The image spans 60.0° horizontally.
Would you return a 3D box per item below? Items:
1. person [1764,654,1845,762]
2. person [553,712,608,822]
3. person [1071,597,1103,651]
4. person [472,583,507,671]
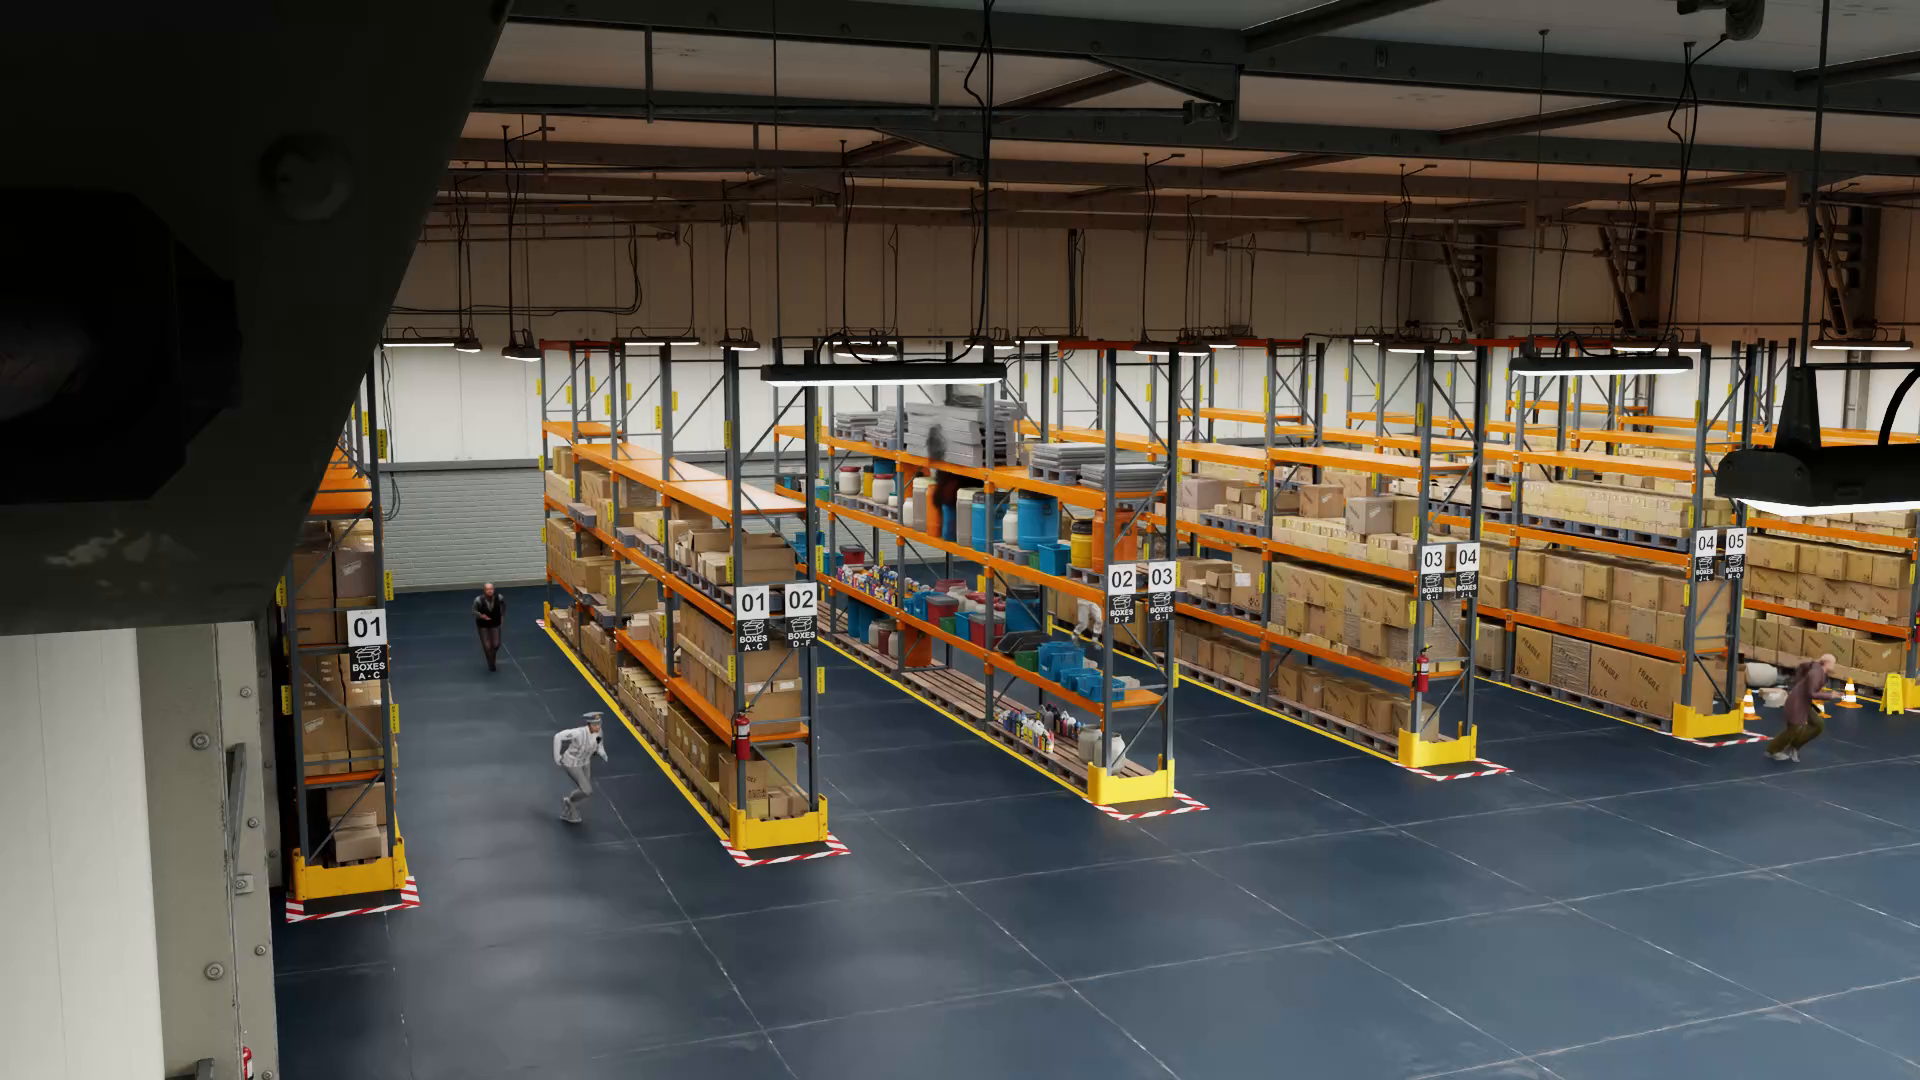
[{"bbox_3d":[12.187,2.411,23.967,0.996,1.637,0.738,5,9,34],"label":"person"},{"bbox_3d":[-4.801,2.881,20.931,0.822,1.497,0.613,5,9,35],"label":"person"},{"bbox_3d":[2.404,1.200,31.406,0.679,1.717,0.844,-4,8,-26],"label":"person"},{"bbox_3d":[-8.571,1.588,30.346,0.649,1.650,0.725,-3,8,-21],"label":"person"}]
